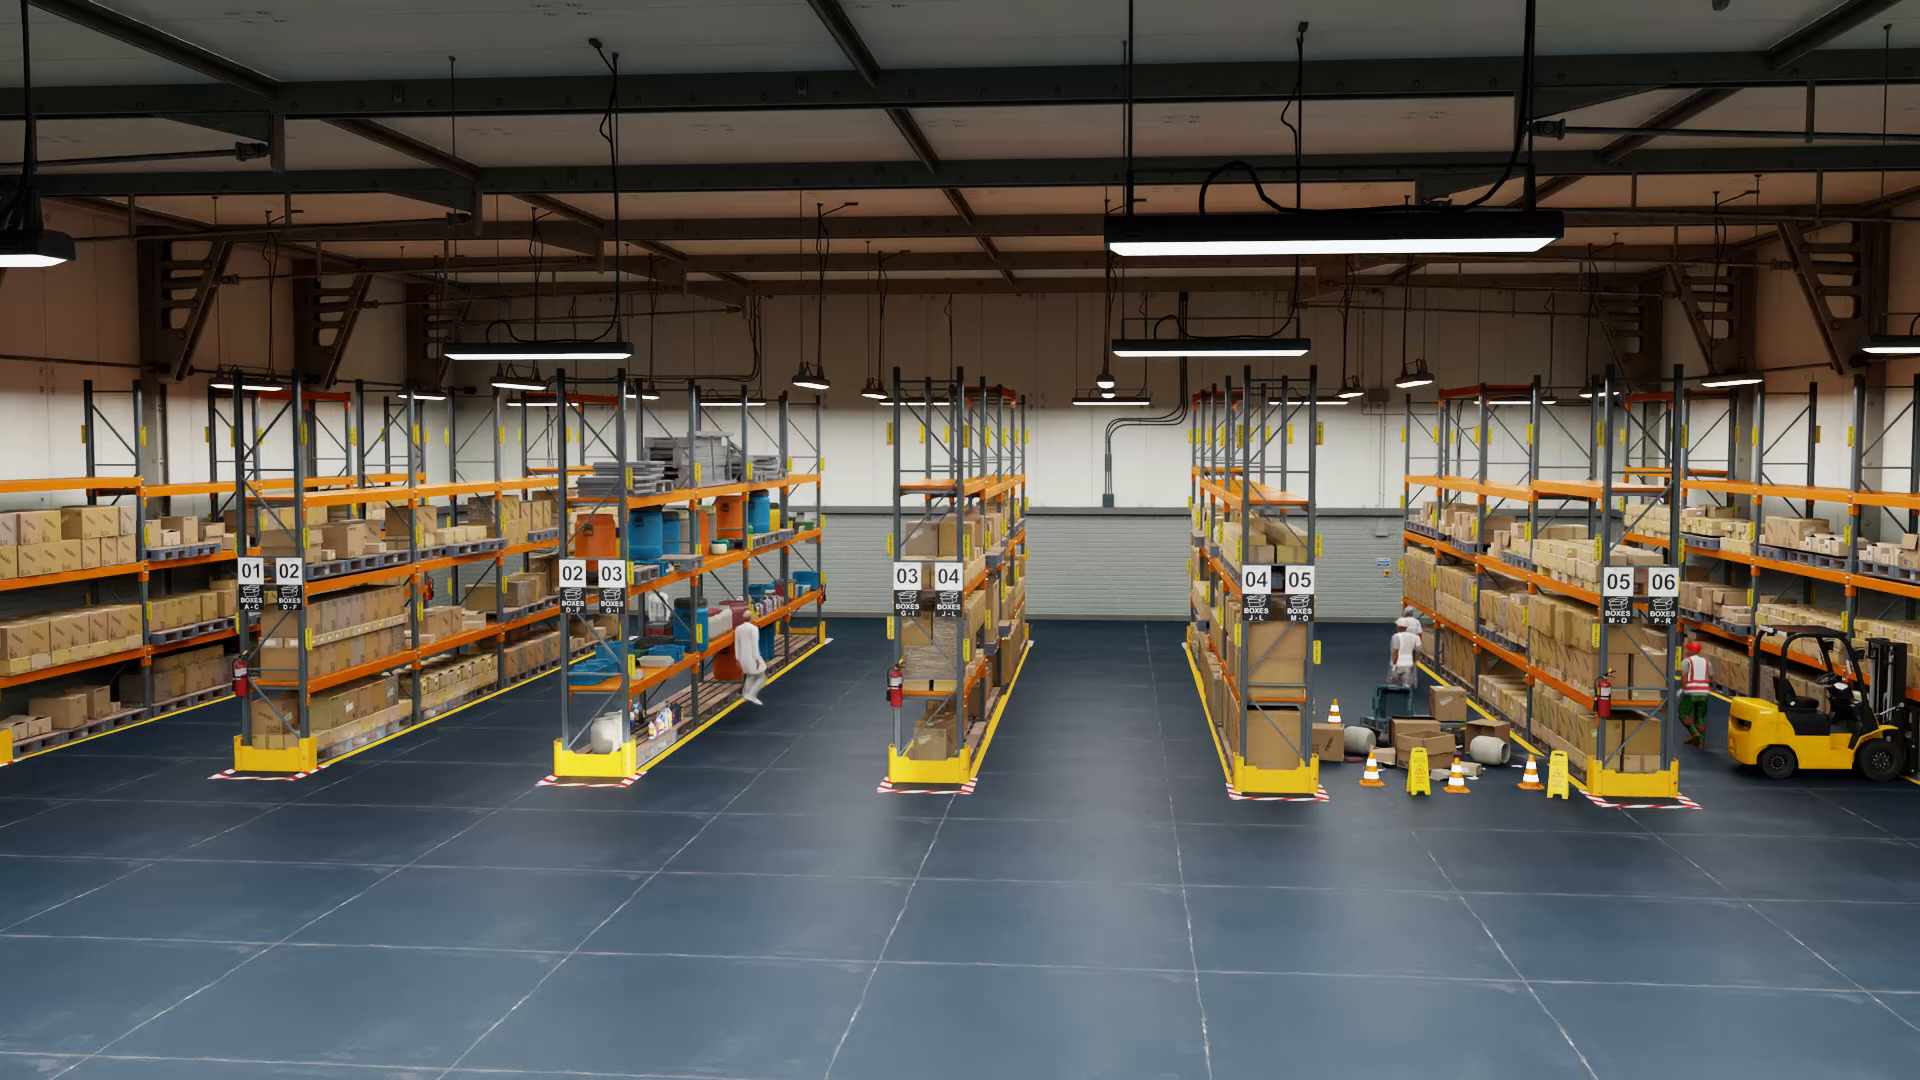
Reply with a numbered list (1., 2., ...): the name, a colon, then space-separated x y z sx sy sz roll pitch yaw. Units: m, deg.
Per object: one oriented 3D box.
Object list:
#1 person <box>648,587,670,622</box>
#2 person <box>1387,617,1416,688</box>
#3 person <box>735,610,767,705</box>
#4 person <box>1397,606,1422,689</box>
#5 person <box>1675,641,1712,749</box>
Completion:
1. person: -6.984 1.769 38.645 0.492 1.634 0.818 0 4 3
2. person: 7.905 2.289 29.639 0.532 1.818 0.556 0 4 -6
3. person: -3.792 2.110 29.823 0.611 1.687 0.570 2 4 24
4. person: 8.930 2.148 32.963 0.545 1.636 0.641 -1 4 -21
5. person: 11.901 2.497 26.929 0.629 1.676 0.789 0 4 5
